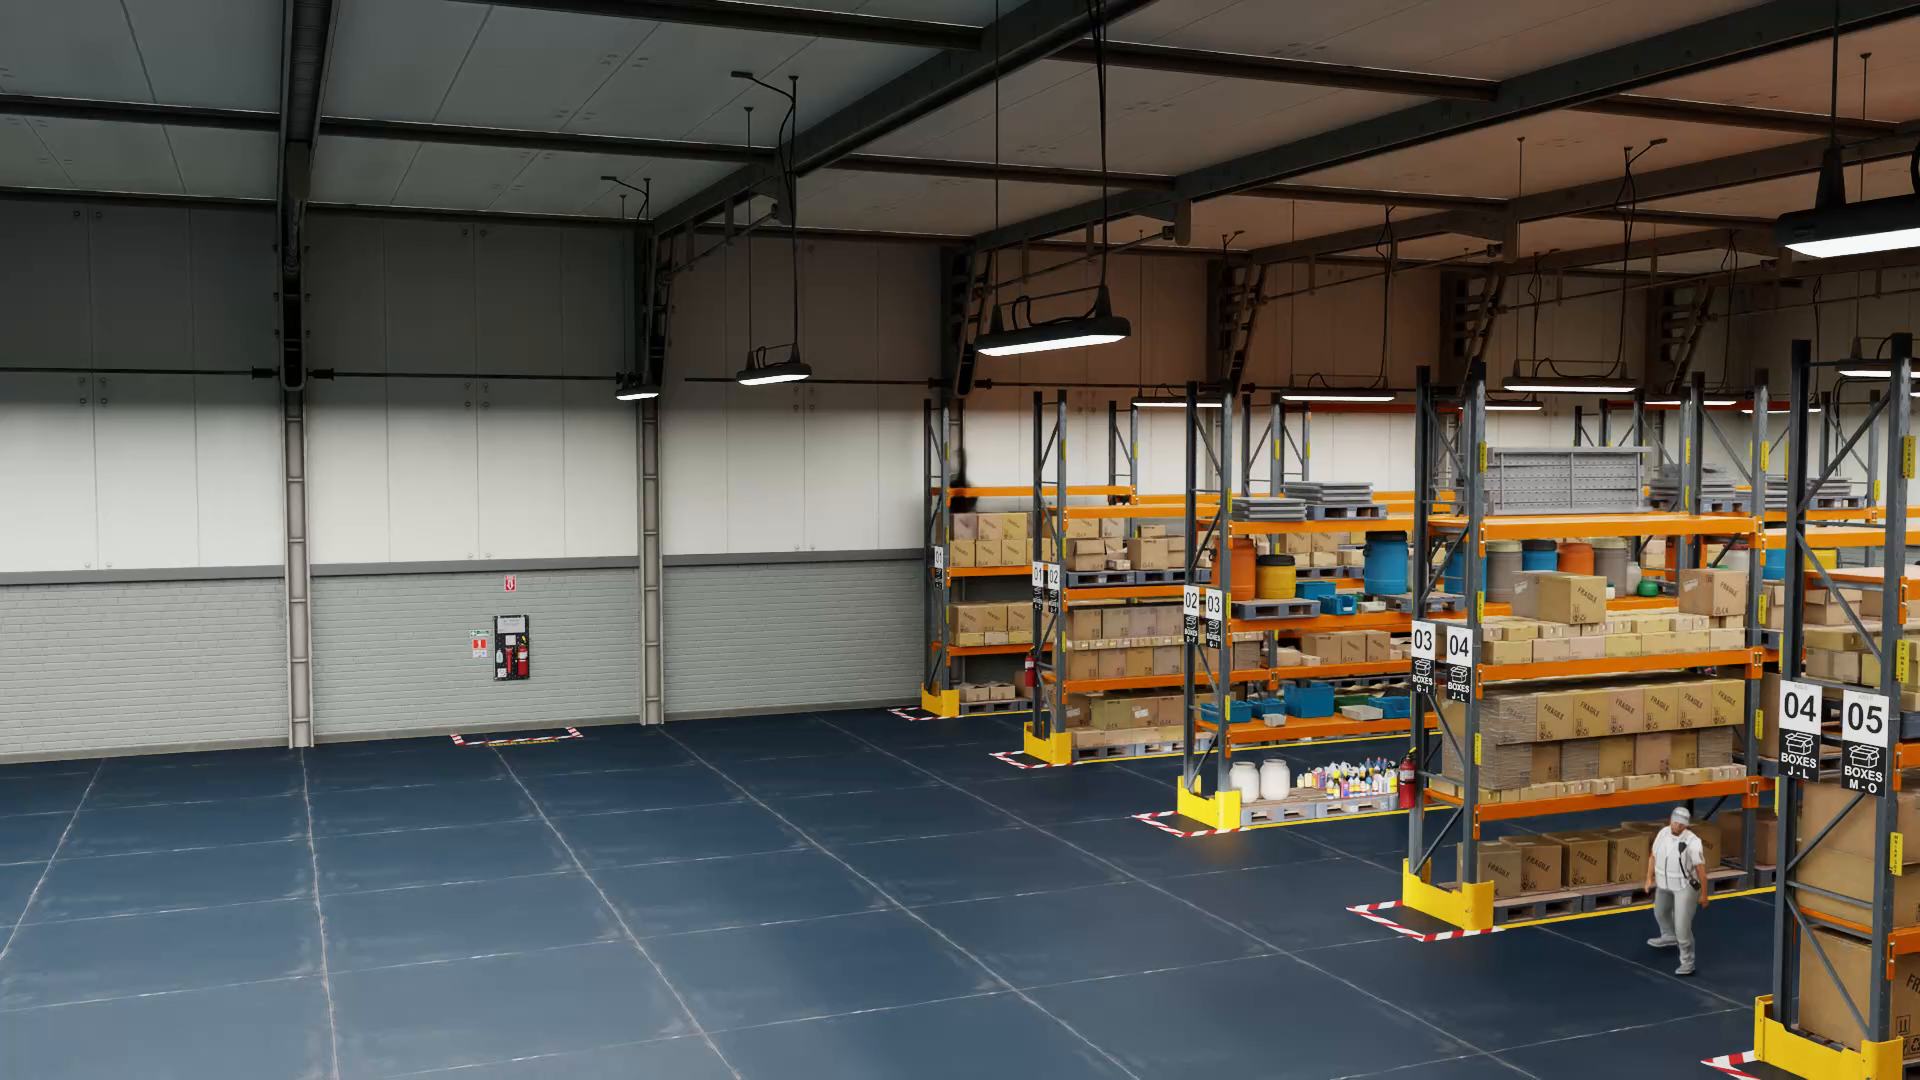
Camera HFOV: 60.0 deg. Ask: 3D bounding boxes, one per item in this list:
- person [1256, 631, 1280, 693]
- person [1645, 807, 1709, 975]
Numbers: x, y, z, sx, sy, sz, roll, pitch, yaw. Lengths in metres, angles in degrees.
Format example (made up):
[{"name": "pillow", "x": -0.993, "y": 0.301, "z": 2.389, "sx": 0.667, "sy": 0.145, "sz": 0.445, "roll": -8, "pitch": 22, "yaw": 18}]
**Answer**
[{"name": "person", "x": 5.842, "y": 2.511, "z": 31.386, "sx": 0.774, "sy": 1.623, "sz": 0.530, "roll": -1, "pitch": 4, "yaw": -22}, {"name": "person", "x": 7.071, "y": 3.394, "z": 16.506, "sx": 0.716, "sy": 1.600, "sz": 0.786, "roll": -2, "pitch": 4, "yaw": -29}]
